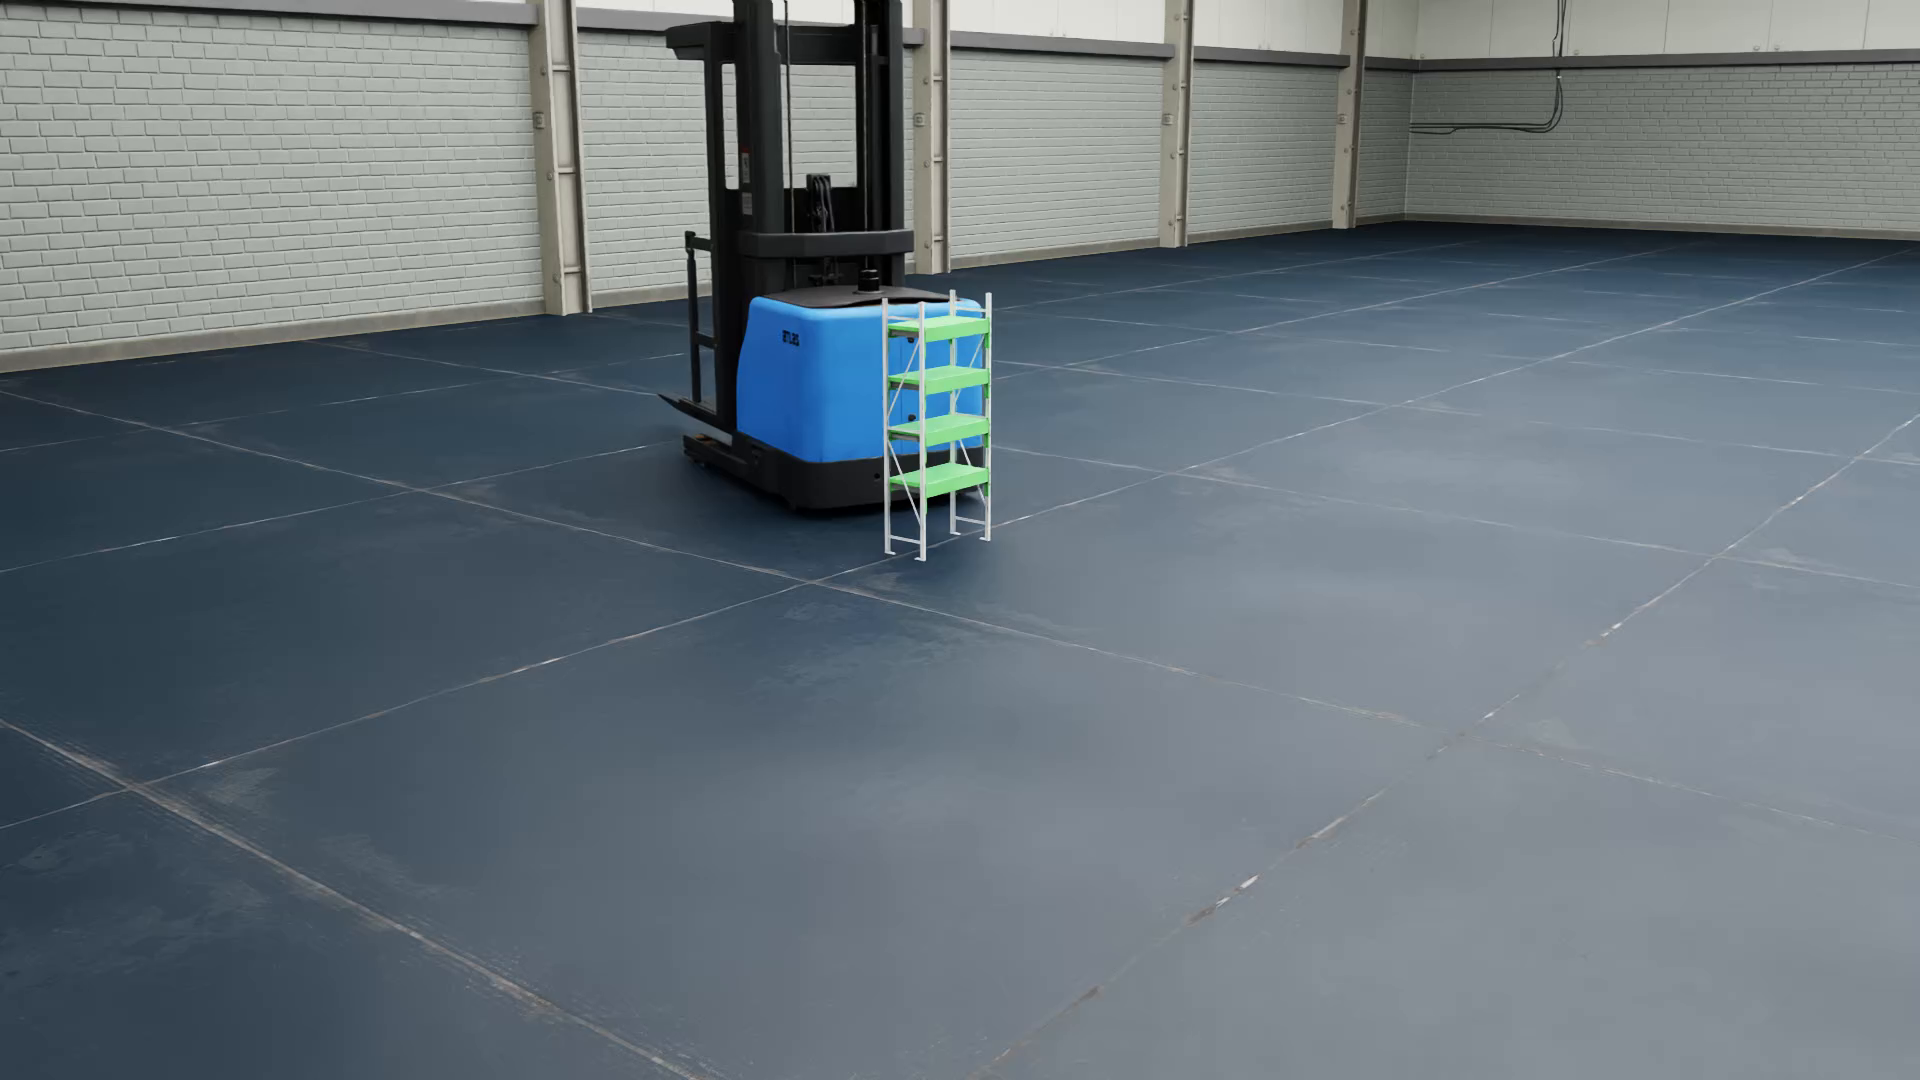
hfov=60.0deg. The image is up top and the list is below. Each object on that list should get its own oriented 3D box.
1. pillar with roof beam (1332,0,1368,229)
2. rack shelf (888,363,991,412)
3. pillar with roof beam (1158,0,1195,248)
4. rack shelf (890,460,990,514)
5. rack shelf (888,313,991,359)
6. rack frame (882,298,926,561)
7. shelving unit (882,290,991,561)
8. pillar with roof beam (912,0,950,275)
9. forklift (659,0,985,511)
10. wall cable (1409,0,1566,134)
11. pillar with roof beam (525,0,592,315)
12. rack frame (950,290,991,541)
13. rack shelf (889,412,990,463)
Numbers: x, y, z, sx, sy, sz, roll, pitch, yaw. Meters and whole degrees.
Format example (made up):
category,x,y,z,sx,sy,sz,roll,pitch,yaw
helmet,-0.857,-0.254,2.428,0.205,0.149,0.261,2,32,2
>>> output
category,x,y,z,sx,sy,sz,roll,pitch,yaw
pillar with roof beam,10.524,-9.544,27.415,9.100,9.000,0.400,11,18,38
rack shelf,-0.104,-0.721,7.807,0.258,0.148,0.480,11,18,38
pillar with roof beam,6.753,-8.395,22.892,9.100,9.000,0.400,11,18,38
rack shelf,-0.104,-0.255,7.925,0.258,0.148,0.480,11,18,38
rack shelf,-0.104,-0.953,7.748,0.258,0.148,0.480,11,18,38
rack frame,-0.257,-0.503,7.666,0.240,1.200,0.015,11,18,38
shelving unit,-0.104,-0.550,7.850,0.258,1.200,0.503,11,18,38
pillar with roof beam,2.982,-7.246,18.369,9.100,9.000,0.400,11,18,38
forklift,-1.001,-1.888,9.603,1.130,2.935,3.031,-7,16,-27
wall cable,10.055,-9.065,31.835,3.097,2.526,0.112,11,18,38
pillar with roof beam,-0.789,-6.097,13.846,9.100,9.000,0.400,11,18,38
rack frame,0.049,-0.597,8.034,0.240,1.200,0.015,11,18,38
rack shelf,-0.104,-0.488,7.866,0.258,0.148,0.480,11,18,38
